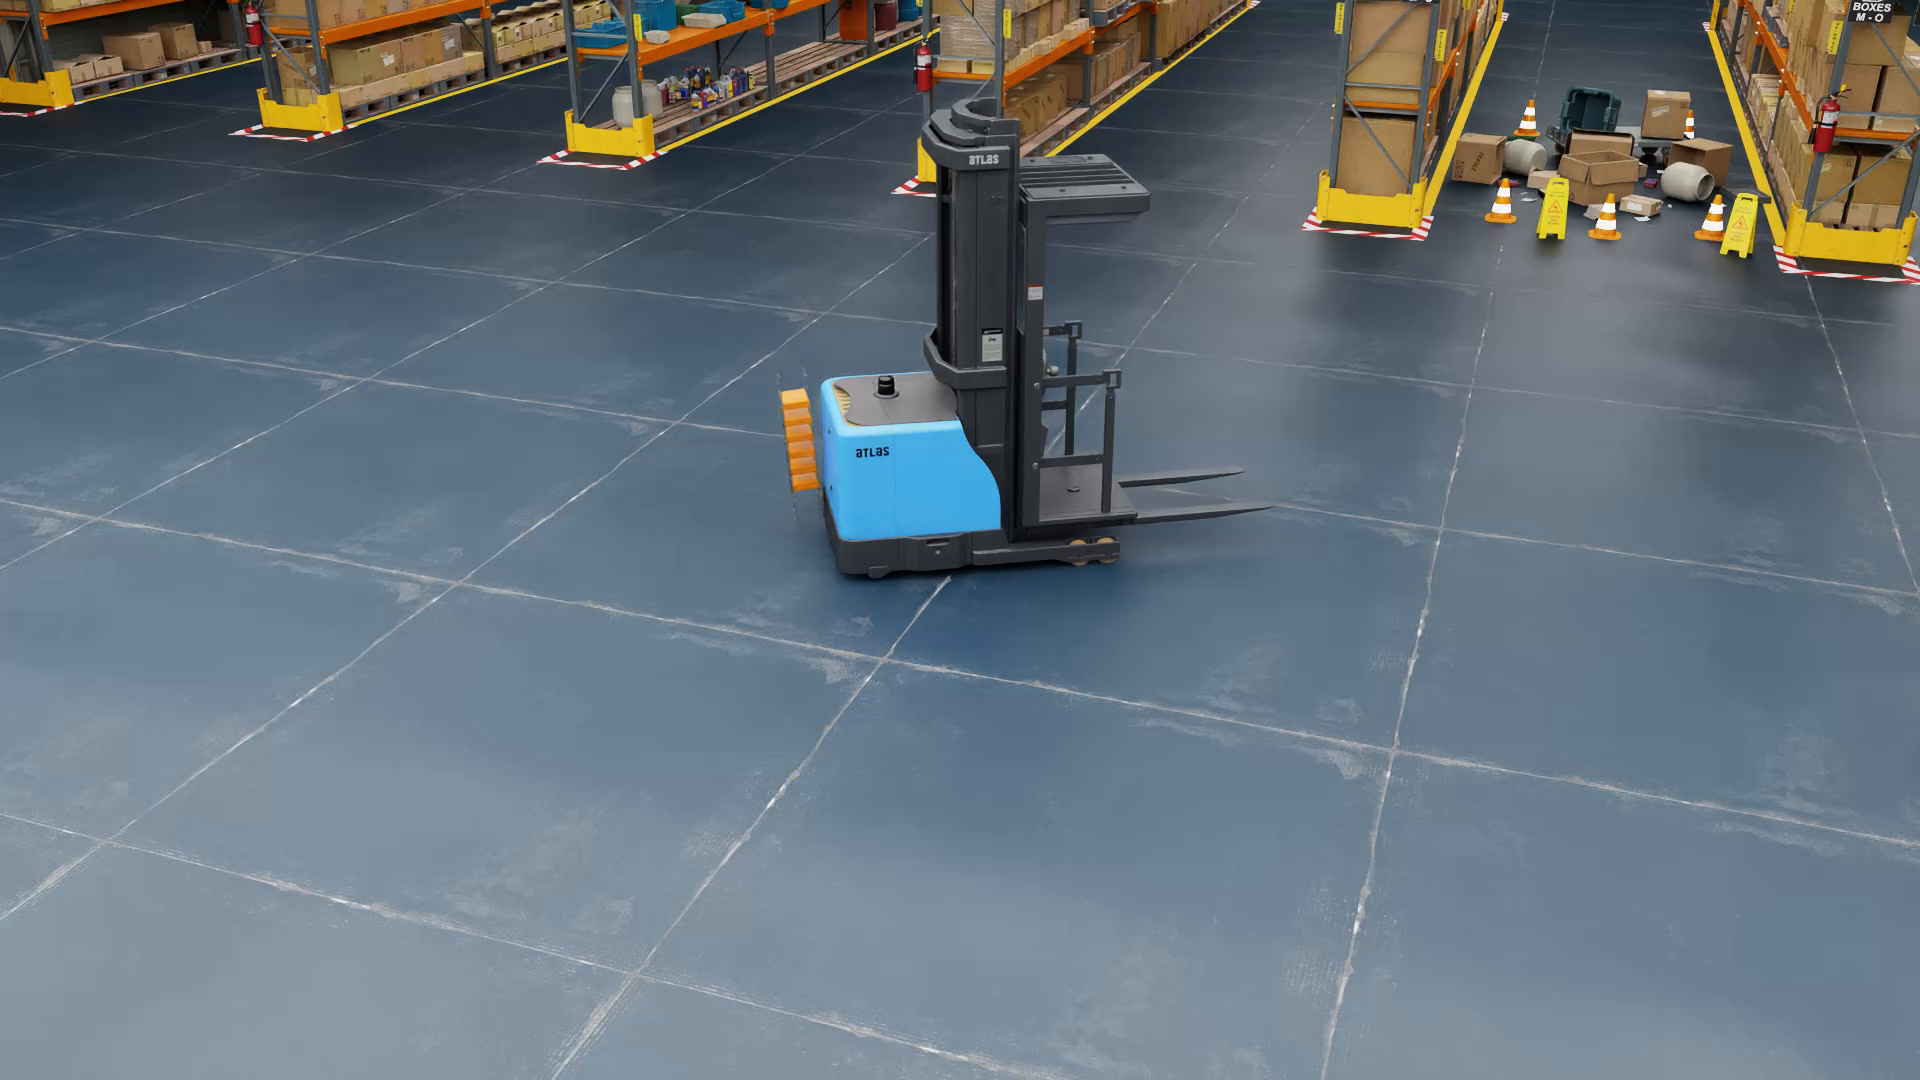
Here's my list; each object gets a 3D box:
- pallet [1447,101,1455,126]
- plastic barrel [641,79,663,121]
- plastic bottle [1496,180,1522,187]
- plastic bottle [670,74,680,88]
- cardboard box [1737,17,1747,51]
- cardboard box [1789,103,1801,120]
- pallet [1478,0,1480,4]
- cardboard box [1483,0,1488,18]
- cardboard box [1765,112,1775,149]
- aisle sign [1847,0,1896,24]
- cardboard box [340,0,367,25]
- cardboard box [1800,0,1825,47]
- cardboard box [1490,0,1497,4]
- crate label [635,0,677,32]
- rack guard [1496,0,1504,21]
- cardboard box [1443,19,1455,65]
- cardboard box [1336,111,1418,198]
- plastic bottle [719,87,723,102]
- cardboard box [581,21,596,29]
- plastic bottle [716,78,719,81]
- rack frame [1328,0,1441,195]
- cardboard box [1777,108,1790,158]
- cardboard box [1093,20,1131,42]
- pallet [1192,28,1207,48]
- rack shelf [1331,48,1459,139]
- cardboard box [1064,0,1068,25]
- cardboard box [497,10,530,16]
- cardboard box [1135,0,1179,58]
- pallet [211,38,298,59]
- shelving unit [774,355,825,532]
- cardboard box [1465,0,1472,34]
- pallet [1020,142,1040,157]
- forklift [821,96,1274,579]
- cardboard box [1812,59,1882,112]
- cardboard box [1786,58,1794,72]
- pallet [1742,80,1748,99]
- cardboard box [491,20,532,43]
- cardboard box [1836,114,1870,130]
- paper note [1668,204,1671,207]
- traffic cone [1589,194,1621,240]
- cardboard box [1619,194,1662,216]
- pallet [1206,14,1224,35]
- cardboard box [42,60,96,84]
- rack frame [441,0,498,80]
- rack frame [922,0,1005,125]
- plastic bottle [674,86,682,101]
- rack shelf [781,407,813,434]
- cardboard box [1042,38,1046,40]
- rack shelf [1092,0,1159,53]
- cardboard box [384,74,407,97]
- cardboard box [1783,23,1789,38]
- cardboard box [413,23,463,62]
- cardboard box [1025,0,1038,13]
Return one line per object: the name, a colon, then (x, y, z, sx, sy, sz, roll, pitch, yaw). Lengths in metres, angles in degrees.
pallet: (6.606, -6.240, 24.118, 1.003, 0.211, 1.213, 9, 27, 17)
plastic barrel: (-4.316, -6.056, 22.912, 0.421, 0.512, 0.421, 0, 26, 0)
plastic bottle: (6.759, -4.395, 20.480, 0.283, 0.061, 0.133, 0, 26, -1)
plastic bottle: (-4.162, -6.625, 24.249, 0.144, 0.351, 0.185, 9, 27, 17)
cardboard box: (13.690, -8.553, 28.155, 0.875, 0.438, 0.875, 8, 27, 17)
cardboard box: (9.912, -5.000, 19.426, 0.380, 0.149, 0.250, 10, 28, 20)
pallet: (7.484, -8.529, 25.868, 1.213, 0.211, 1.003, 9, 27, 17)
cardboard box: (8.669, -9.010, 28.166, 0.500, 0.250, 0.500, 8, 27, 16)
cardboard box: (10.890, -5.209, 21.325, 0.950, 0.372, 0.625, 9, 27, 18)
aisle sign: (9.092, -5.530, 16.470, 0.394, 0.787, 0.004, 9, 27, 17)
cardboard box: (-8.961, -7.670, 23.759, 0.700, 0.500, 0.500, 9, 27, 19)
cardboard box: (9.599, -5.645, 18.088, 0.700, 0.500, 0.500, 8, 27, 17)
cardboard box: (9.785, -10.079, 30.955, 0.380, 0.149, 0.250, 10, 28, 19)
crate label: (-4.272, -7.310, 23.090, 0.502, 0.435, 0.616, 9, 27, 17)
rack guard: (9.984, -10.439, 32.460, 1.175, 0.500, 0.348, 9, 27, 17)
cardboard box: (5.743, -6.348, 20.971, 0.875, 0.550, 0.550, 9, 27, 17)
cardboard box: (4.848, -4.541, 19.366, 0.875, 0.875, 0.875, 9, 27, 18)
plastic bottle: (-3.483, -6.444, 24.048, 0.097, 0.201, 0.097, 0, 26, 0)
cardboard box: (-6.750, -8.994, 29.280, 0.500, 0.250, 0.500, 8, 27, 17)
plastic bottle: (-3.517, -6.604, 24.284, 0.061, 0.283, 0.133, 9, 27, 17)
rack frame: (4.685, -5.020, 18.399, 1.000, 3.000, 0.127, 9, 27, 17)
cardboard box: (10.100, -4.851, 19.864, 0.500, 0.500, 0.500, 10, 28, 20)
cardboard box: (2.342, -7.980, 26.015, 0.500, 0.250, 0.500, 12, 28, 23)
pallet: (3.849, -9.129, 30.086, 1.003, 0.211, 1.213, 9, 27, 17)
rack shelf: (5.351, -5.518, 20.254, 1.077, 0.370, 4.000, 9, 27, 17)
cardboard box: (0.965, -7.227, 22.502, 0.875, 0.500, 0.500, 9, 27, 17)
cardboard box: (-7.597, -8.900, 28.443, 0.500, 0.311, 0.500, 8, 27, 17)
cardboard box: (2.953, -8.581, 27.712, 1.225, 0.875, 0.875, 7, 27, 15)
pallet: (-12.383, -8.644, 29.085, 1.003, 0.211, 1.213, 9, 27, 17)
shelving unit: (-1.100, -0.653, 11.432, 0.189, 1.200, 0.258, -9, 27, -8)
cardboard box: (6.781, -7.298, 22.991, 0.500, 0.500, 0.500, 9, 27, 17)
pallet: (0.370, -4.886, 21.322, 1.003, 0.211, 1.213, 9, 27, 17)
forklift: (0.614, -1.370, 10.941, 3.031, 2.935, 1.130, -5, 26, -10)
cardboard box: (9.307, -4.785, 17.459, 0.500, 0.500, 0.500, 8, 27, 17)
cardboard box: (10.310, -5.791, 20.281, 0.380, 0.149, 0.250, 9, 27, 17)
pallet: (12.382, -6.689, 25.047, 1.003, 0.211, 1.213, 9, 27, 17)
cardboard box: (-7.424, -8.405, 27.421, 0.500, 0.311, 0.500, 8, 27, 17)
cardboard box: (9.309, -4.415, 17.439, 0.380, 0.149, 0.250, 10, 27, 19)
paper note: (8.368, -3.940, 19.600, 0.032, 0.001, 0.123, 9, 27, 17)
traffic cone: (7.153, -3.587, 18.351, 0.336, 0.463, 0.334, 9, 27, 17)
cardboard box: (7.918, -3.892, 19.341, 0.250, 0.149, 0.380, -20, 33, -36)
pallet: (4.361, -9.758, 31.385, 1.003, 0.211, 1.213, 9, 27, 17)
cardboard box: (-13.657, -7.195, 25.472, 0.500, 0.311, 0.500, 6, 26, 12)
rack frame: (-7.968, -8.863, 26.336, 1.000, 3.000, 0.127, 9, 27, 17)
rack frame: (0.041, -5.781, 19.971, 1.000, 3.000, 0.127, 9, 27, 17)
plastic bottle: (-4.096, -6.481, 24.124, 0.097, 0.201, 0.097, 0, 26, 0)
rack shelf: (-1.113, -0.827, 11.345, 0.180, 0.103, 0.258, -9, 27, -8)
cardboard box: (0.910, -6.474, 21.692, 0.380, 0.149, 0.250, 9, 27, 17)
rack shelf: (2.038, -7.923, 25.220, 1.077, 0.370, 4.000, 9, 27, 17)
cardboard box: (-8.581, -6.770, 24.687, 0.500, 0.250, 0.500, 9, 27, 17)
cardboard box: (10.785, -6.532, 21.328, 0.380, 0.149, 0.250, 8, 27, 17)
cardboard box: (-8.094, -7.725, 25.800, 0.500, 0.500, 0.500, 9, 27, 17)
cardboard box: (0.654, -6.801, 20.474, 0.500, 0.500, 0.500, 9, 27, 17)
